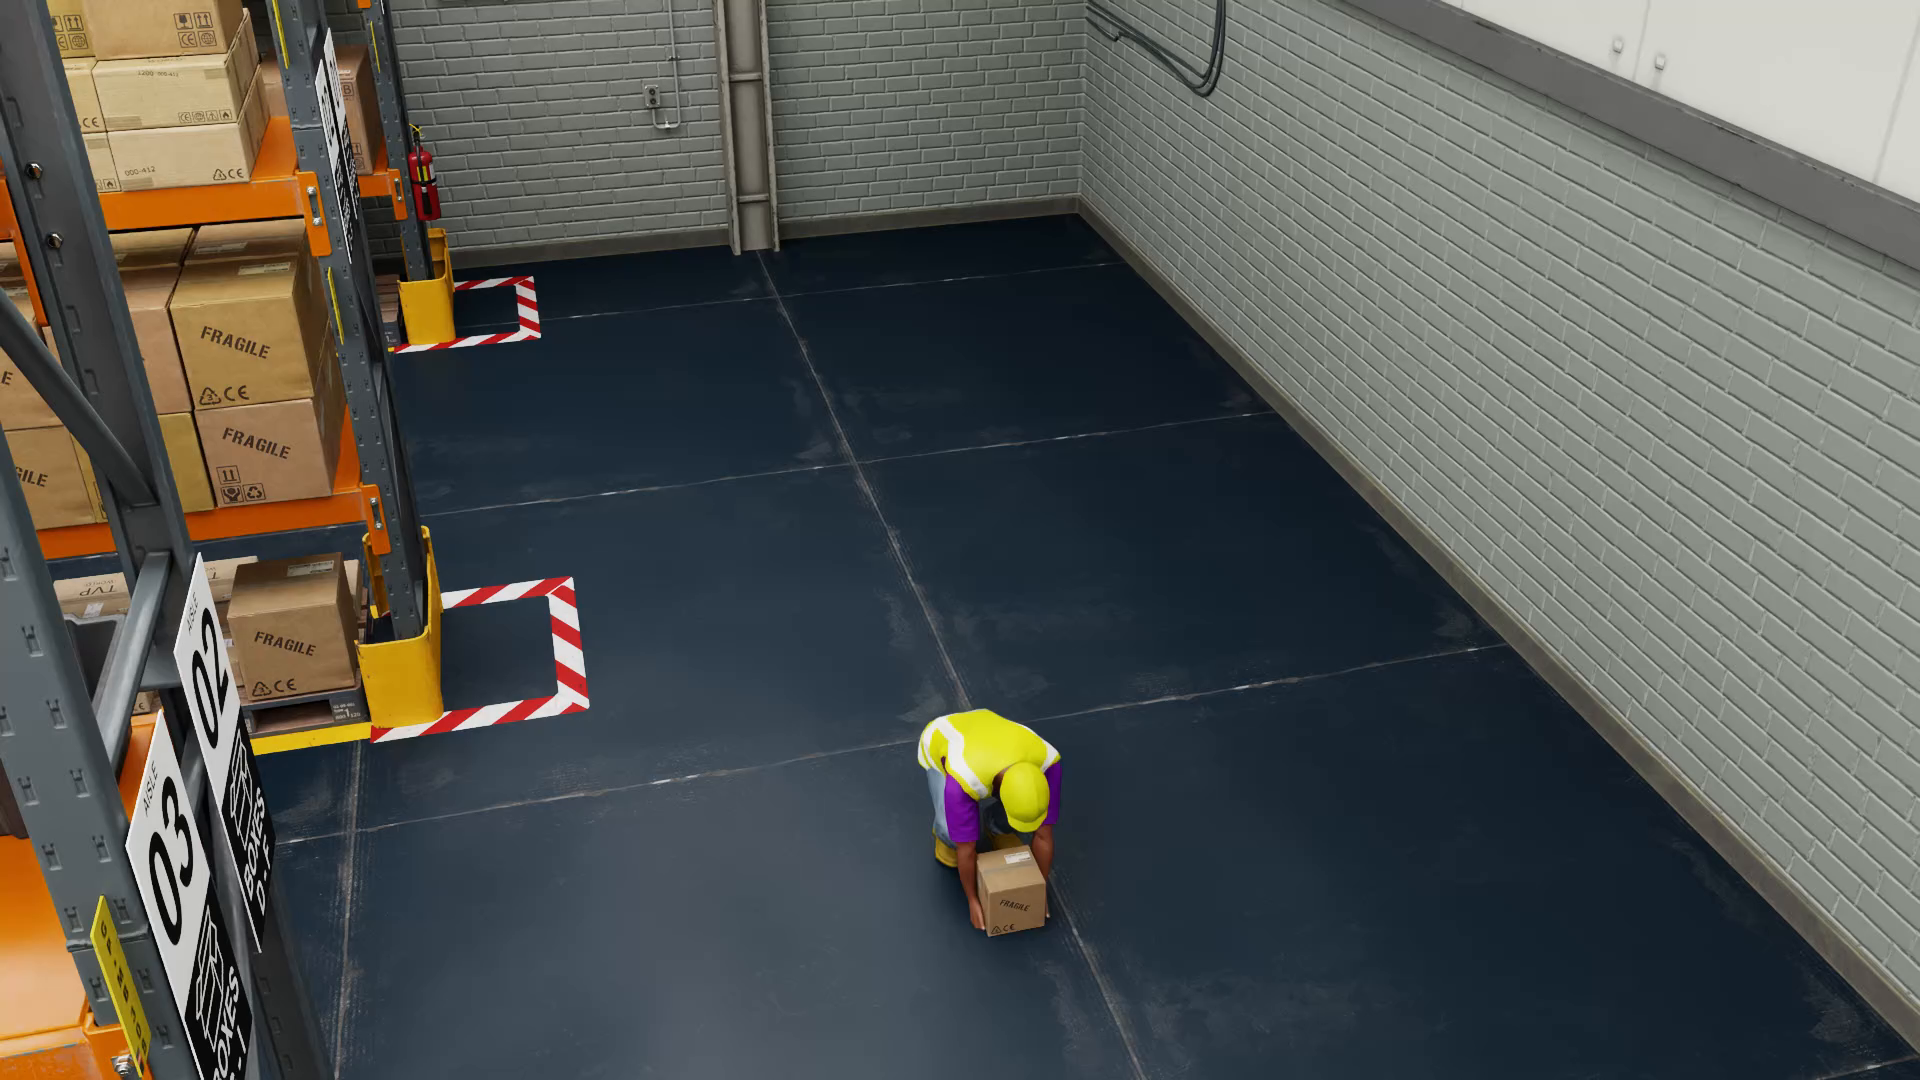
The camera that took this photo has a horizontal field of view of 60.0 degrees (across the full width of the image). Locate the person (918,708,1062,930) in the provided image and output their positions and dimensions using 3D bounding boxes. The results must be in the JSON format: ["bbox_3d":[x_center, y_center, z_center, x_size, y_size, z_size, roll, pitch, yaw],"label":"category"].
[{"bbox_3d":[0.148,1.149,7.279,0.541,0.886,0.934,-8,31,-14],"label":"person"}]
